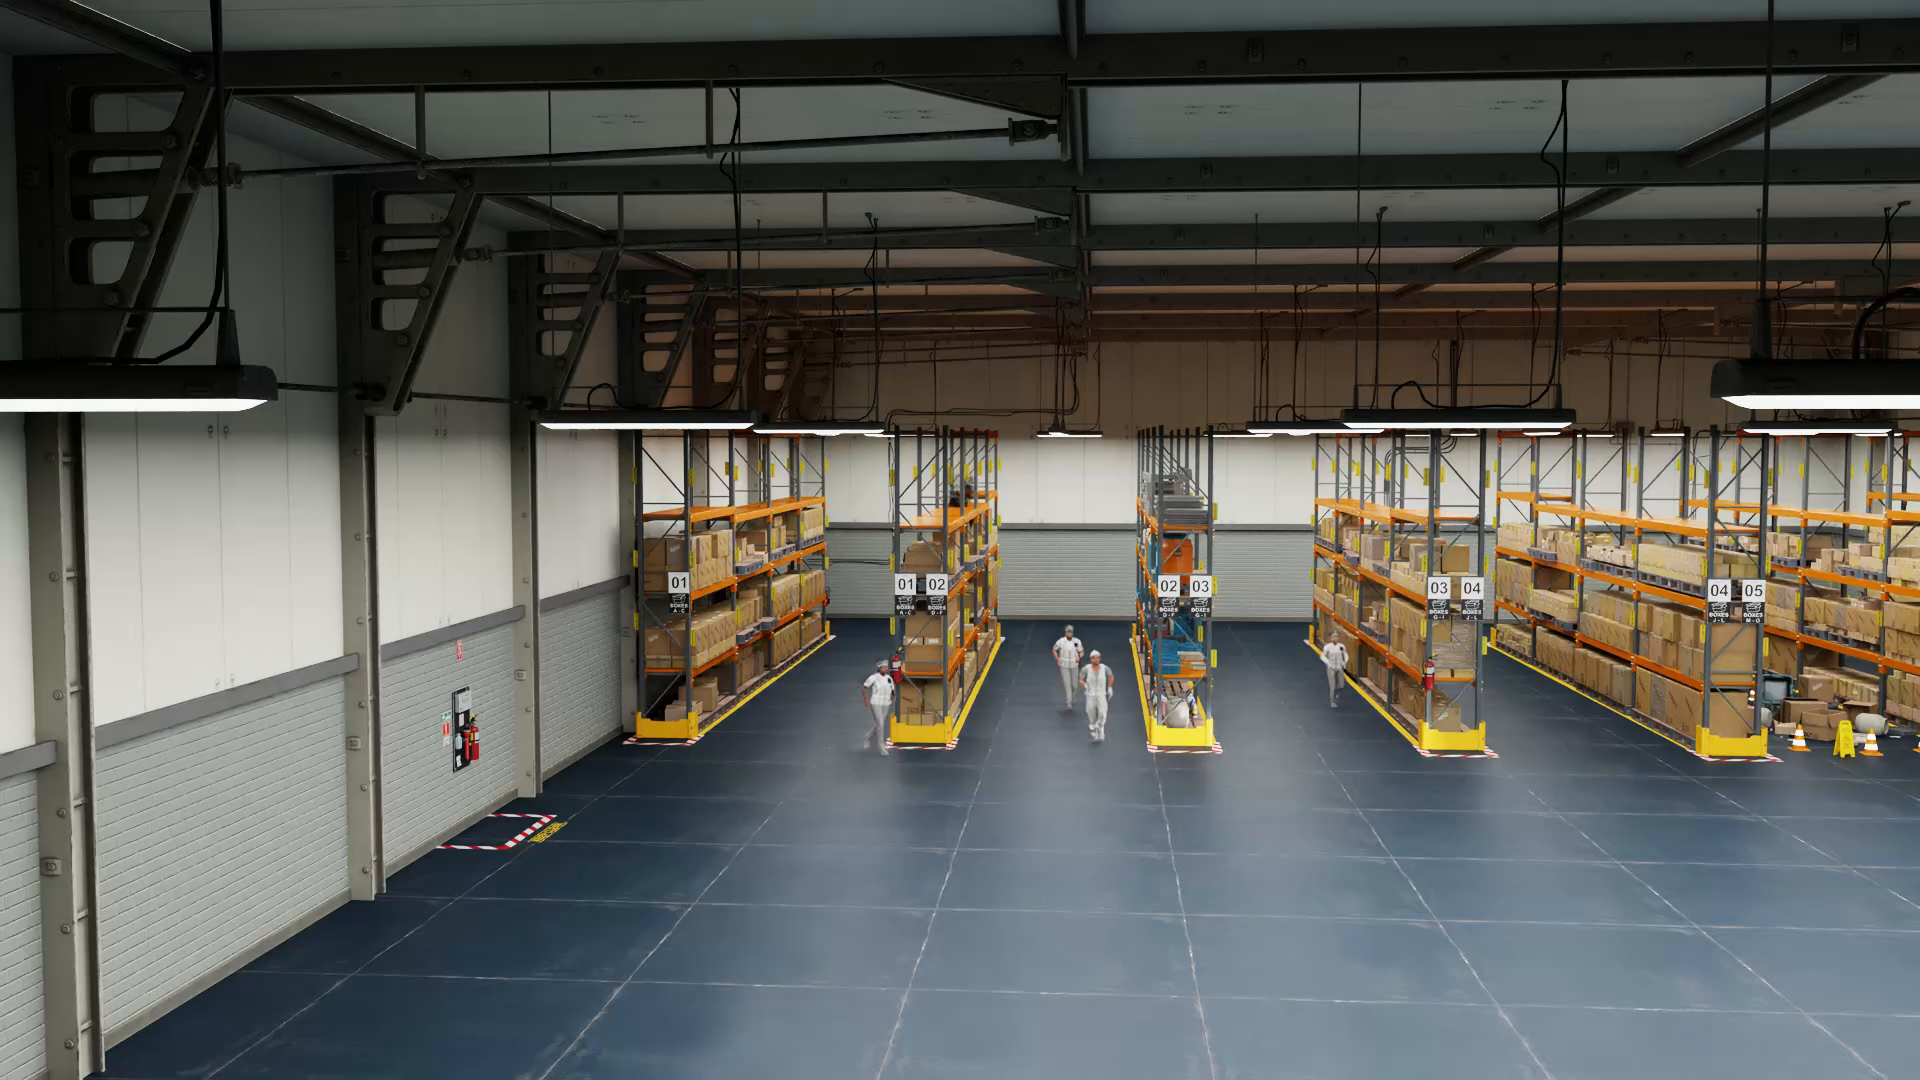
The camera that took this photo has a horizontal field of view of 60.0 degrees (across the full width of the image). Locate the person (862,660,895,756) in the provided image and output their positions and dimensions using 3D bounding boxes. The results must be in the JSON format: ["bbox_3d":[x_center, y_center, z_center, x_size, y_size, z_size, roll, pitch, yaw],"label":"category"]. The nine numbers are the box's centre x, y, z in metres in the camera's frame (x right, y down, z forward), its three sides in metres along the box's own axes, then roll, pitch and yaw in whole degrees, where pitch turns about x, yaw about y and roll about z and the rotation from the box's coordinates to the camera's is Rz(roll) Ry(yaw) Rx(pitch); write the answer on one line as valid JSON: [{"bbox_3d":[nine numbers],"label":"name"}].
[{"bbox_3d":[-1.439,3.045,30.497,0.608,1.689,0.862,-2,4,-36],"label":"person"}]

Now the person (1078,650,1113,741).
[{"bbox_3d":[2.564,2.952,31.444,0.649,1.739,0.686,0,3,1],"label":"person"}]

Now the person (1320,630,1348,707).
[{"bbox_3d":[8.035,2.756,35.600,0.611,1.649,0.548,0,3,2],"label":"person"}]

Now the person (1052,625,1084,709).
[{"bbox_3d":[2.328,2.700,35.703,0.671,1.775,0.774,0,3,-4],"label":"person"}]
